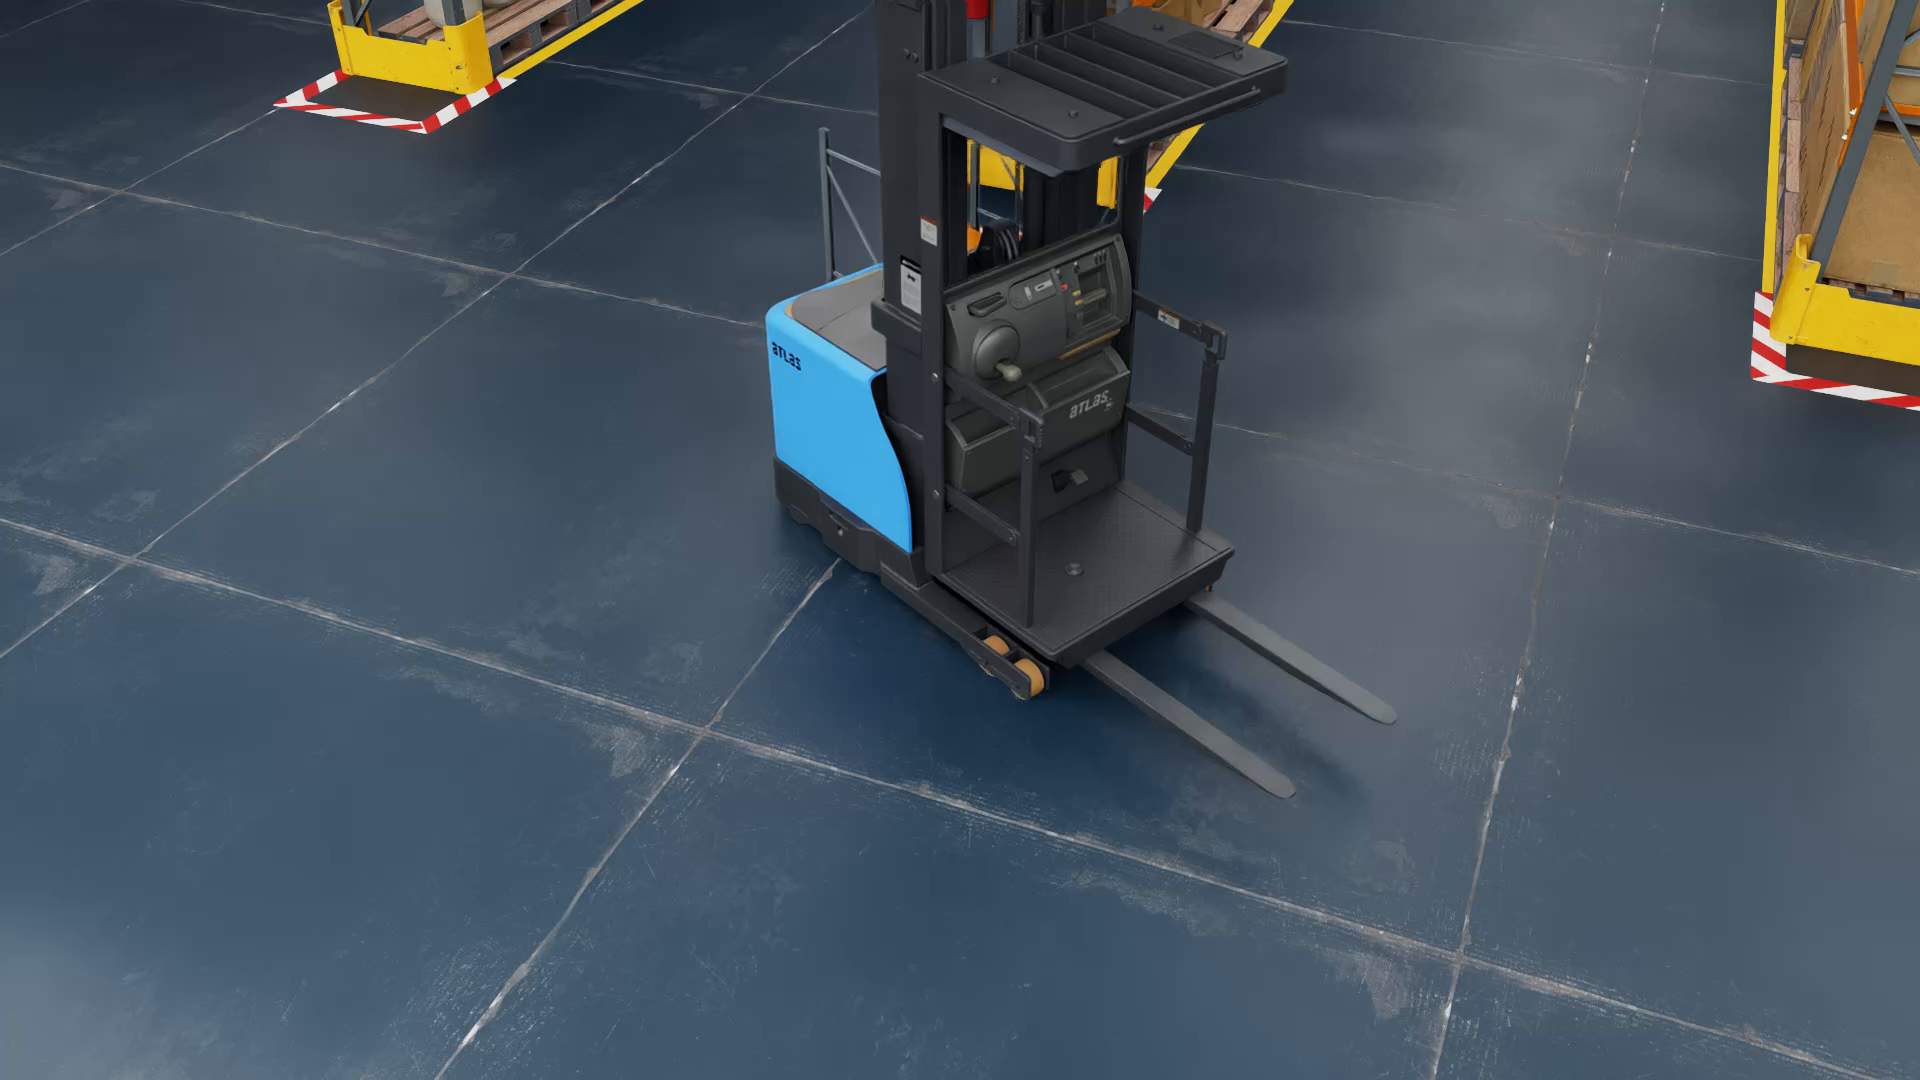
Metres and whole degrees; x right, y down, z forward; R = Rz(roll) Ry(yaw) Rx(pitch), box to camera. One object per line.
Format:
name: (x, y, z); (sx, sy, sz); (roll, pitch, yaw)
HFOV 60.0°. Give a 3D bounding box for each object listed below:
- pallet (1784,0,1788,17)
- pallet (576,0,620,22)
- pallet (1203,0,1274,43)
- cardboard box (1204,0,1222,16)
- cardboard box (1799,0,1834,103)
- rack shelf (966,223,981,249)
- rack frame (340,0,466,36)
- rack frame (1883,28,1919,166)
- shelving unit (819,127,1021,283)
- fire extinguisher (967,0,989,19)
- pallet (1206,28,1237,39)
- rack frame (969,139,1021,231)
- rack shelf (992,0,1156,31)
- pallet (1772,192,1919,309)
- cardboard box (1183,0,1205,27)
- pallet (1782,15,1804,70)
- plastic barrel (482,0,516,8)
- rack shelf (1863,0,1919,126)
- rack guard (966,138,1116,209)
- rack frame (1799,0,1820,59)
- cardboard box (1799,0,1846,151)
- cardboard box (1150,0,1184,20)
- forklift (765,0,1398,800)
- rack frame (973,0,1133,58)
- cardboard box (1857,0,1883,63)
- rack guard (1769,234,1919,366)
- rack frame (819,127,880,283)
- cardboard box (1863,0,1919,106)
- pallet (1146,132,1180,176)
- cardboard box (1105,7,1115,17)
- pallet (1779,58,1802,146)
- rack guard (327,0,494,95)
pallet: (7.319, -4.506, 13.602); (1.003, 0.211, 1.213); (14, 39, 18)
pallet: (-3.253, -4.658, 13.805); (1.003, 0.211, 1.213); (14, 39, 18)
pallet: (1.862, -4.190, 13.179); (1.003, 0.211, 1.213); (14, 39, 18)
cardboard box: (1.684, -4.323, 12.765); (0.500, 0.500, 0.500); (27, 45, 32)
cardboard box: (6.329, -3.486, 11.332); (0.875, 0.875, 0.875); (14, 39, 18)
rack shelf: (-0.121, -1.311, 8.552); (0.538, 0.185, 1.000); (31, 47, 34)
rack frame: (-4.018, -4.600, 11.399); (1.000, 3.000, 0.127); (14, 39, 18)
rack frame: (5.108, -2.287, 8.304); (0.949, 2.616, 0.053); (14, 39, 18)
shelving unit: (-0.115, -1.459, 8.450); (0.587, 1.500, 1.083); (31, 47, 34)
fire extinguisher: (0.093, -3.483, 9.969); (0.296, 0.674, 0.183); (14, 39, 18)
pallet: (1.399, -3.512, 12.272); (1.003, 0.211, 1.213); (14, 39, 18)
rack frame: (0.238, -1.671, 8.733); (0.500, 1.500, 0.032); (31, 47, 34)
rack shelf: (1.323, -4.291, 11.587); (1.077, 0.370, 4.000); (14, 39, 18)
pallet: (5.343, -1.630, 9.754); (1.003, 0.211, 1.213); (14, 39, 18)
cardboard box: (1.521, -3.961, 12.281); (0.500, 0.500, 0.500); (11, 38, 14)
pallet: (6.857, -3.828, 12.696); (1.003, 0.211, 1.213); (14, 39, 18)
plastic barrel: (-3.647, -4.431, 12.900); (0.421, 0.512, 0.421); (0, 37, 0)
rack shelf: (5.872, -3.184, 9.942); (0.919, 0.124, 3.809); (14, 39, 18)
rack guard: (0.591, -2.513, 10.694); (1.175, 0.500, 0.348); (14, 39, 18)
rack frame: (6.633, -4.501, 11.266); (1.000, 3.000, 0.127); (14, 39, 18)
cardboard box: (5.989, -2.986, 10.663); (0.875, 0.875, 0.875); (14, 39, 18)
cardboard box: (1.267, -3.662, 11.881); (0.500, 0.500, 0.500); (18, 40, 22)
forklift: (0.464, -0.861, 6.453); (1.130, 2.935, 3.031); (-27, 45, -31)
rack frame: (0.562, -3.472, 9.890); (1.000, 3.000, 0.127); (14, 39, 18)
cardboard box: (5.399, -2.872, 8.961); (0.875, 0.550, 0.550); (14, 39, 18)
rack guard: (5.102, -1.272, 9.034); (1.175, 0.500, 0.348); (14, 39, 18)
rack frame: (-0.480, -1.240, 8.156); (0.500, 1.500, 0.032); (31, 47, 34)
cardboard box: (5.210, -2.562, 8.547); (0.875, 0.550, 0.550); (14, 39, 18)
pallet: (0.933, -2.839, 11.372); (1.003, 0.211, 1.213); (14, 39, 18)
cardboard box: (1.011, -3.320, 11.423); (0.500, 0.500, 0.500); (25, 43, 29)
pallet: (6.271, -2.981, 11.562); (1.003, 0.211, 1.213); (14, 39, 18)
rack guard: (-4.033, -3.652, 12.218); (1.175, 0.500, 0.348); (14, 39, 18)
